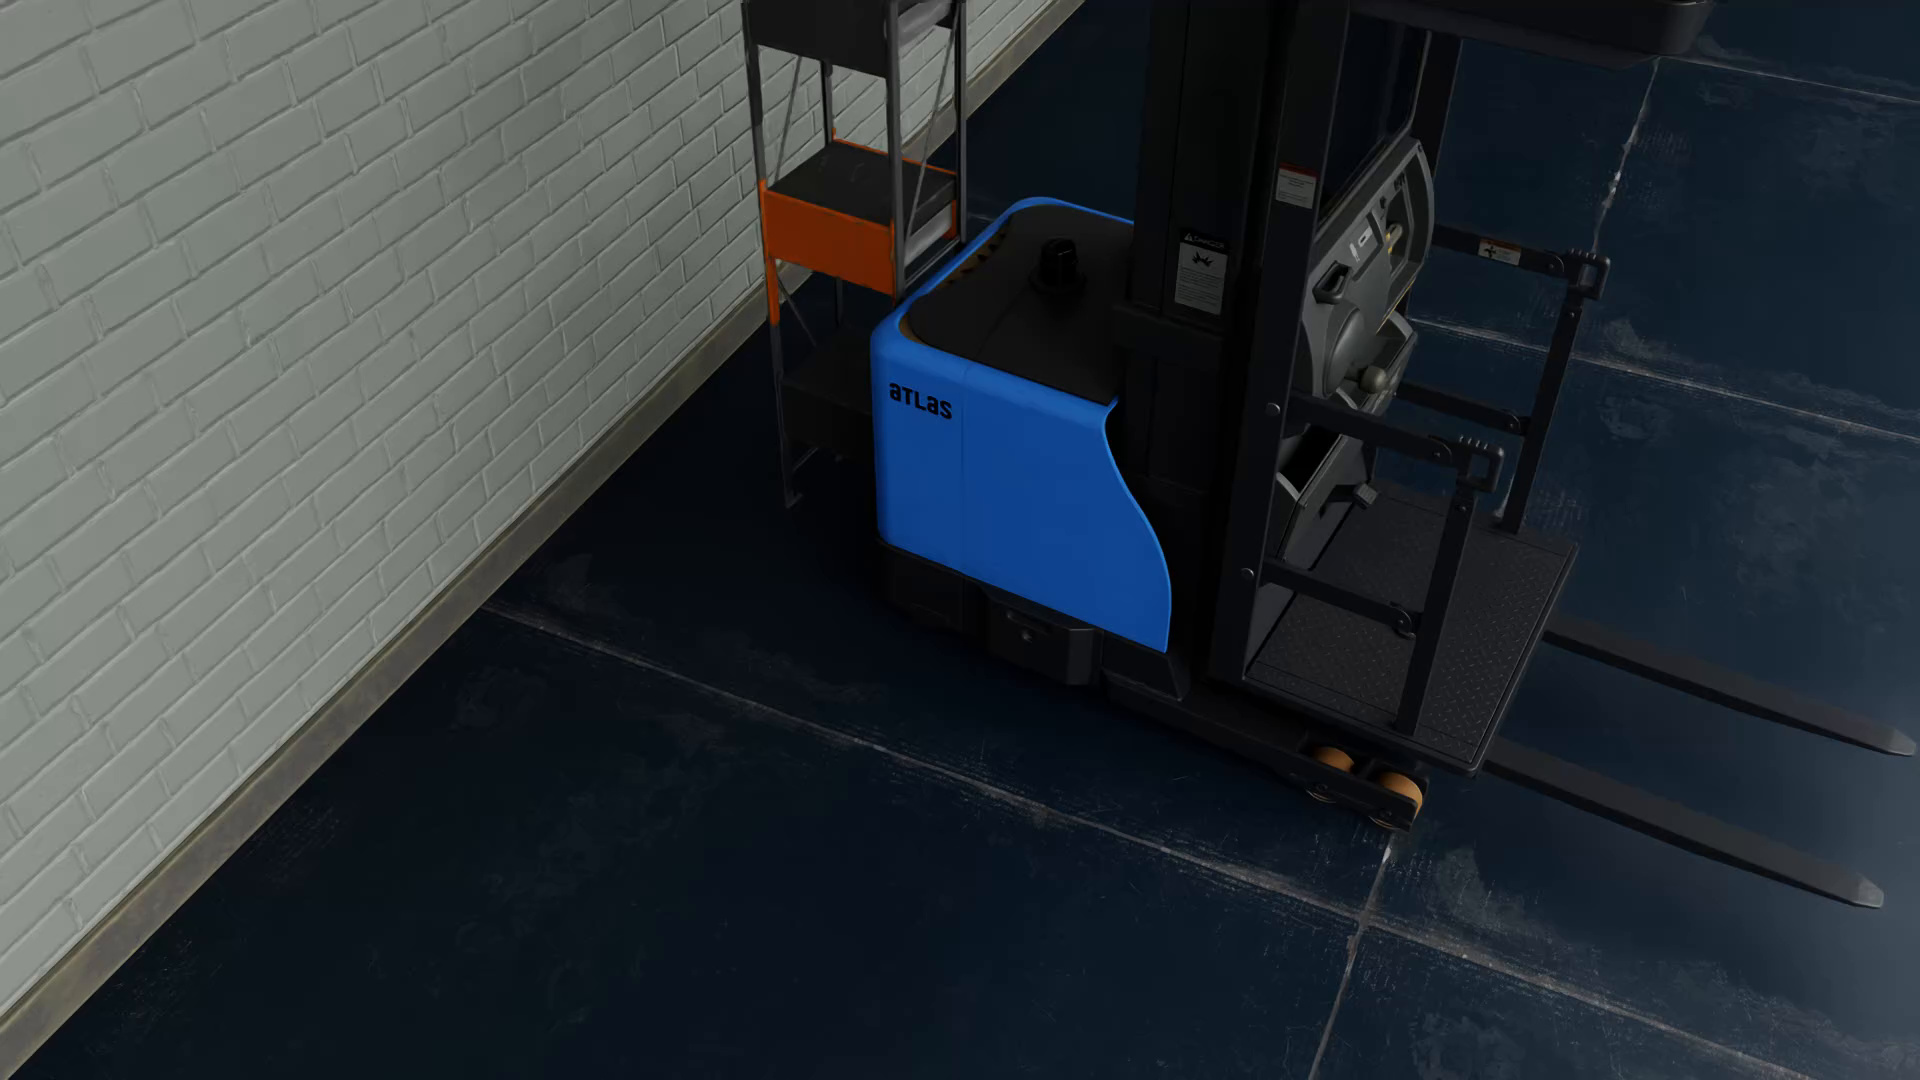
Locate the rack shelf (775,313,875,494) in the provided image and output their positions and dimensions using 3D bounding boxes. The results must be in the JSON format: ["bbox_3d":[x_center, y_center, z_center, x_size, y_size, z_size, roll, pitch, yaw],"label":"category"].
[{"bbox_3d":[-0.299,-0.396,5.693,0.480,0.518,0.431,21,45,23],"label":"rack shelf"}]

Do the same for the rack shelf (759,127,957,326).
[{"bbox_3d":[-0.299,-0.925,5.234,0.480,0.518,0.431,21,45,23],"label":"rack shelf"}]

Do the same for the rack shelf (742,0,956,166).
[{"bbox_3d":[-0.299,-1.454,4.776,0.480,0.518,0.431,21,45,23],"label":"rack shelf"}]

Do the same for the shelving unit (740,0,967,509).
[{"bbox_3d":[-0.299,-0.935,5.225,0.503,2.100,0.431,21,45,23],"label":"shelving unit"}]

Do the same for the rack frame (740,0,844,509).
[{"bbox_3d":[-0.509,-1.016,5.319,0.015,2.100,0.400,21,45,23],"label":"rack frame"}]

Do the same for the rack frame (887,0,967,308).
[{"bbox_3d":[-0.088,-0.854,5.132,0.015,2.100,0.400,21,45,23],"label":"rack frame"}]

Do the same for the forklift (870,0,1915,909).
[{"bbox_3d":[1.252,-0.676,4.293,3.031,2.935,1.130,21,45,23],"label":"forklift"}]
